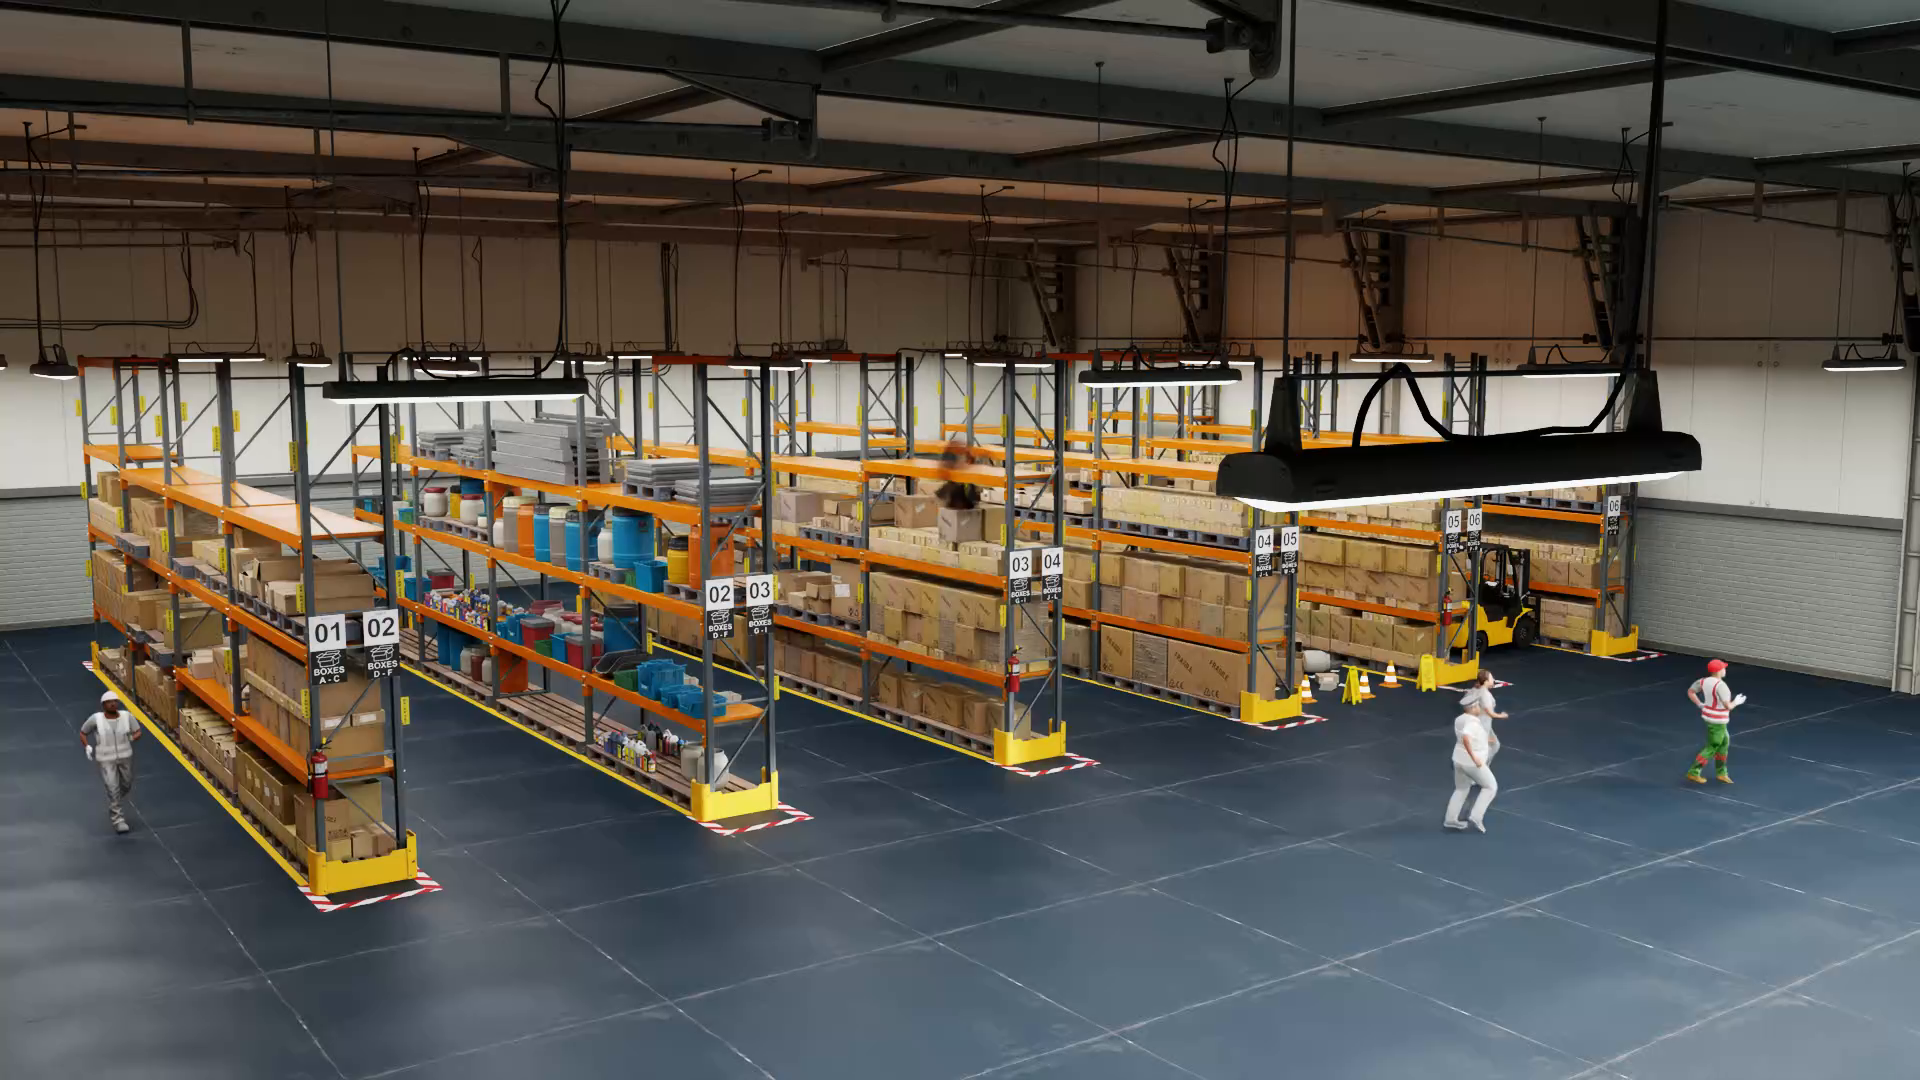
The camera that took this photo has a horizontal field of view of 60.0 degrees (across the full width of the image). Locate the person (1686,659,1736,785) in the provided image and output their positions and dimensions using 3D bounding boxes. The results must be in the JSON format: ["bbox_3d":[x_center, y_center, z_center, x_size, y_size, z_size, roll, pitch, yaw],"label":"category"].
[{"bbox_3d":[10.650,2.587,23.482,0.755,1.832,0.632,0,7,-1],"label":"person"}]

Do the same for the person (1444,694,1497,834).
[{"bbox_3d":[6.578,2.875,21.371,0.694,1.811,0.646,-2,7,-17],"label":"person"}]

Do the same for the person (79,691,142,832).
[{"bbox_3d":[-10.961,2.828,21.549,0.693,1.763,0.986,-6,9,-42],"label":"person"}]

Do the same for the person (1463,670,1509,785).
[{"bbox_3d":[7.403,2.671,23.550,0.681,1.683,0.582,1,7,4],"label":"person"}]
